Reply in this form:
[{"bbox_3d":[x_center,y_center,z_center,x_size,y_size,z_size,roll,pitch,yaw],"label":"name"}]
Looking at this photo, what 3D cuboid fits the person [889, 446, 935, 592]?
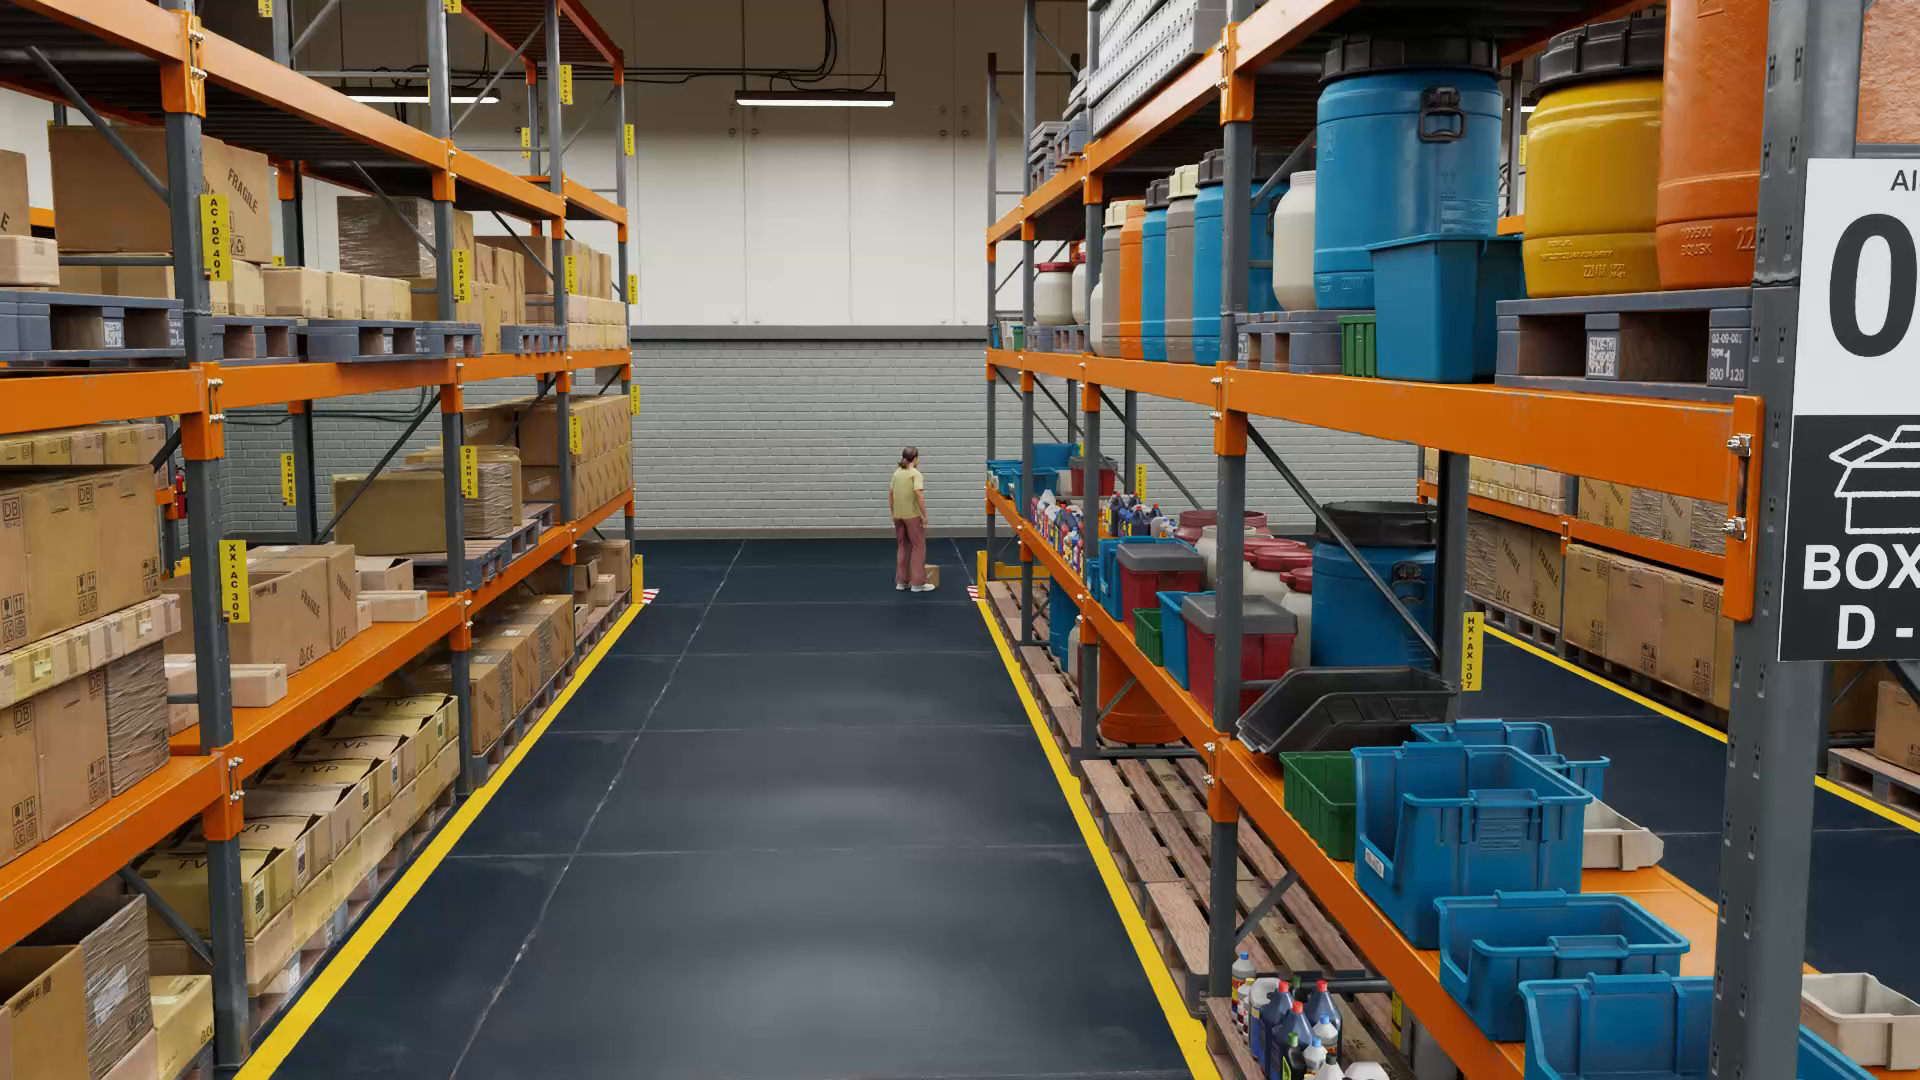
[{"bbox_3d":[-0.584,-0.252,19.325,0.517,1.673,0.354,6,9,39],"label":"person"}]
